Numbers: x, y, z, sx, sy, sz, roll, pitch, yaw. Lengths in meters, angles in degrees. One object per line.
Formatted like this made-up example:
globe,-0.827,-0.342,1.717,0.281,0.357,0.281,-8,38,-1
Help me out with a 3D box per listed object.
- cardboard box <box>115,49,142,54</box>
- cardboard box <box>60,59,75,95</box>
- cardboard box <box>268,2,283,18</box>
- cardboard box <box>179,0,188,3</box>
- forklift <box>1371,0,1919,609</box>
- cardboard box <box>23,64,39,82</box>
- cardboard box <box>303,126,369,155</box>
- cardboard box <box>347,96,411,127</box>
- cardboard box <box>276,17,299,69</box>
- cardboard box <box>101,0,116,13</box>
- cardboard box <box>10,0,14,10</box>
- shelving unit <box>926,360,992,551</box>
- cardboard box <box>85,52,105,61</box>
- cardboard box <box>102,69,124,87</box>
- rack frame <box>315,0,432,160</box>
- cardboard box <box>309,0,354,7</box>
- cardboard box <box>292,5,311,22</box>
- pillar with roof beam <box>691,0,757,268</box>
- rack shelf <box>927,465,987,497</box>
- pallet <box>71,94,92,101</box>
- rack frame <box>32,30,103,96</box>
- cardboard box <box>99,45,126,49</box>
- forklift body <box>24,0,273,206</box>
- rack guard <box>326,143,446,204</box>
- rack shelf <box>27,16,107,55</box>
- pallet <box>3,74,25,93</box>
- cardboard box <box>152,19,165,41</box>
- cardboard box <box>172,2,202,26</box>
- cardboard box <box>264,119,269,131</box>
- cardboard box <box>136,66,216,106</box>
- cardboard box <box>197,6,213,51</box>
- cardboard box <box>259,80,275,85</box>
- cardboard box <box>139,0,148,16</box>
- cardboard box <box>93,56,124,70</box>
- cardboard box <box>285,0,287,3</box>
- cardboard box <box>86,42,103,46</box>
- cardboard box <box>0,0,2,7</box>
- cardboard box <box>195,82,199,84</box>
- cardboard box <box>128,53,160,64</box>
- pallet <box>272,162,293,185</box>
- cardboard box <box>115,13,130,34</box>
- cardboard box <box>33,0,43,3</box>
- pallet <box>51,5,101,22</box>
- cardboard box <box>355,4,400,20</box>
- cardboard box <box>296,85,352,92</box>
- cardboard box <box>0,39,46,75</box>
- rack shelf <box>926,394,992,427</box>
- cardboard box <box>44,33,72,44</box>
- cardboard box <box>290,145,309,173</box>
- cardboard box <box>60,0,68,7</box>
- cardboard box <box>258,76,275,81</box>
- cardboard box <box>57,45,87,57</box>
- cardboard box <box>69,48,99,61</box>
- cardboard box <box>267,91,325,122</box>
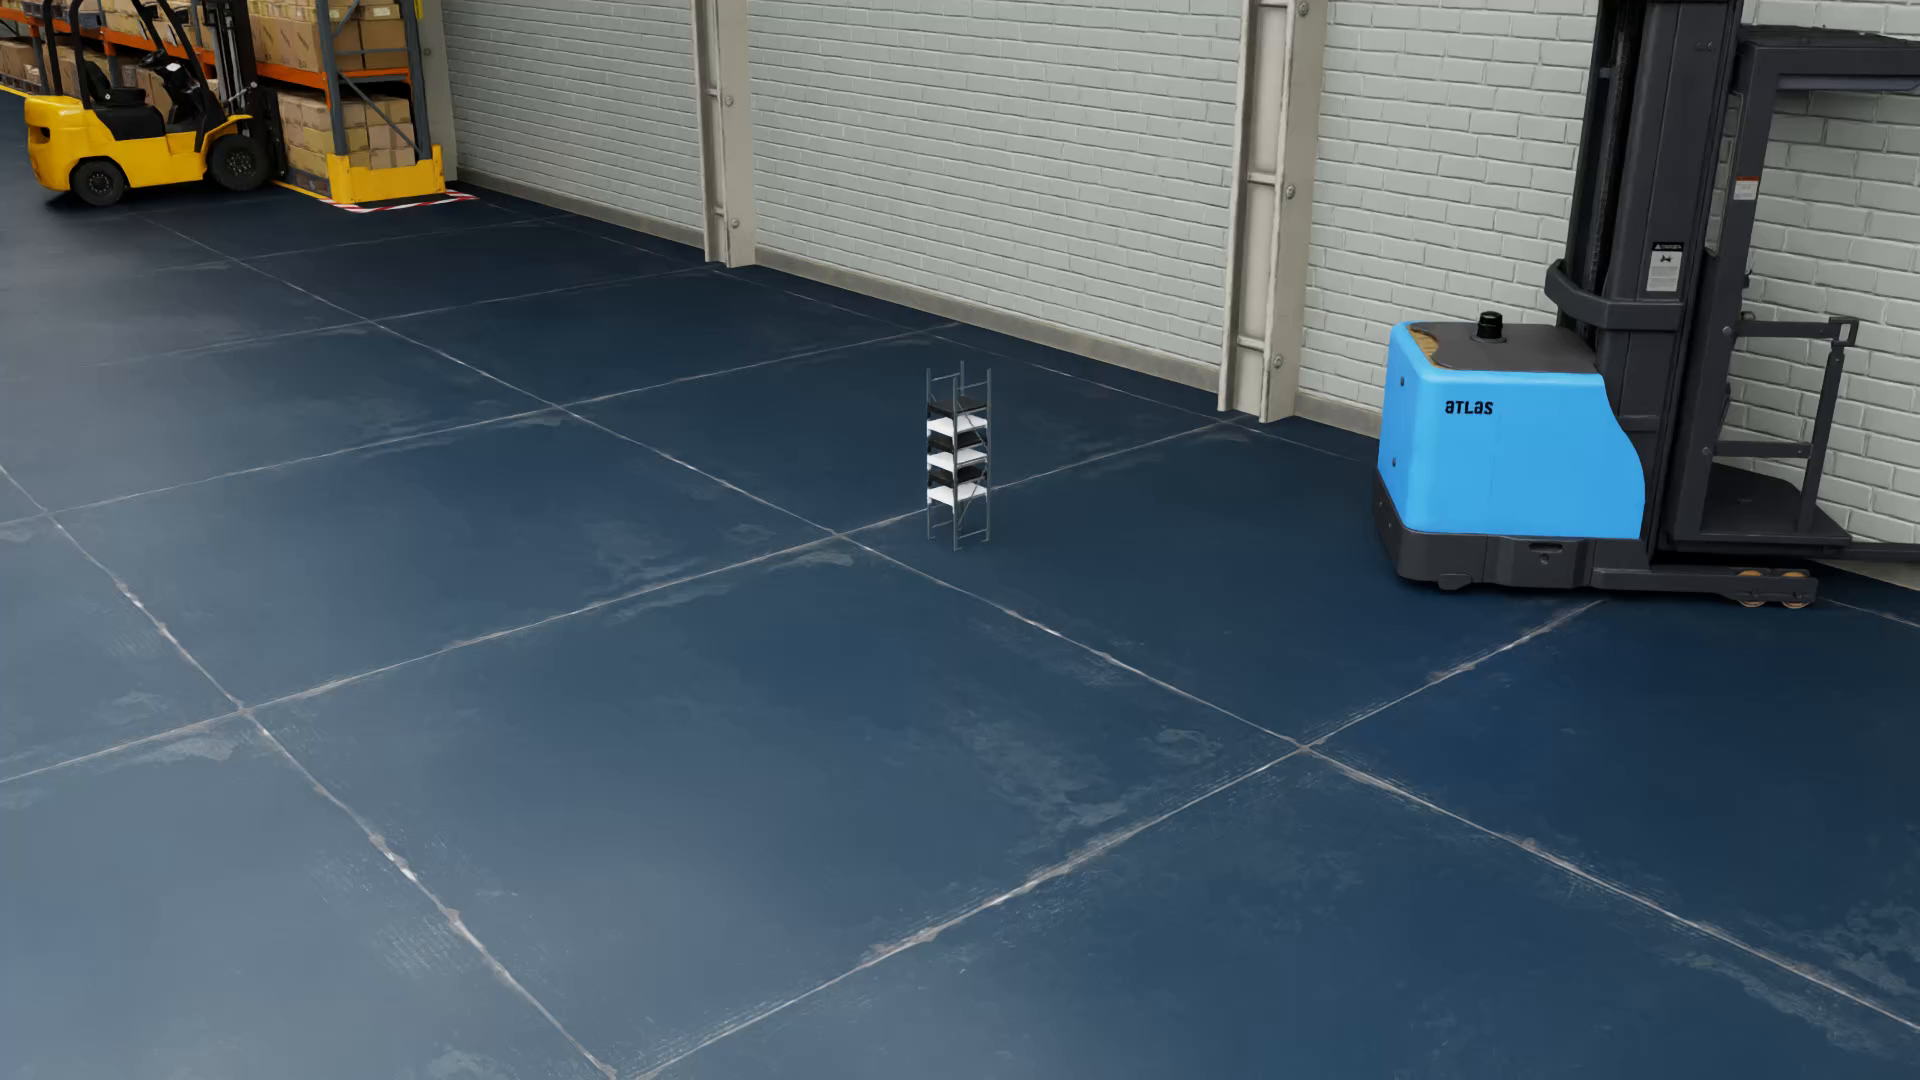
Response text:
cardboard box,-12.387,-7.227,24.785,0.380,0.149,0.250,-17,27,-37
cardboard box,-13.186,-6.996,25.086,0.500,0.500,0.500,-18,28,-39
cardboard box,-7.290,-5.782,18.106,0.380,0.149,0.250,-19,28,-39
cardboard box,-9.360,-6.683,20.406,0.380,0.149,0.250,-18,28,-38
forklift,3.617,-1.251,7.660,3.031,2.935,1.130,2,21,5
cardboard box,-14.828,-7.541,26.797,0.396,0.266,0.258,-16,27,-36
cardboard box,-6.730,-4.328,17.931,0.500,0.250,0.500,-18,28,-38
cardboard box,-6.346,-4.679,18.141,0.500,0.250,0.500,-18,28,-38
cardboard box,-7.028,-5.386,17.985,0.500,0.500,0.500,-16,27,-36
cardboard box,-11.312,-7.307,22.547,0.500,0.250,0.500,-17,27,-37
cardboard box,-14.933,-8.558,26.567,0.380,0.149,0.250,-17,27,-36
shelving unit,-0.005,-0.421,8.326,0.258,0.900,0.210,-17,27,-37
cardboard box,-12.553,-7.044,24.318,0.380,0.149,0.250,-18,28,-38
cardboard box,-11.837,-6.428,23.634,0.500,0.500,0.500,-16,27,-36
rack frame,-6.176,-5.120,17.444,1.000,3.000,0.127,-17,27,-37
cardboard box,-6.569,-5.656,17.378,0.380,0.149,0.250,-17,27,-37
cardboard box,-6.804,-5.562,17.544,0.380,0.149,0.250,-17,27,-37
pillar with roof beam,-5.292,-5.638,10.540,9.100,9.000,0.400,-17,27,-37
rack shelf,-0.005,-0.306,8.371,0.258,0.077,0.200,-17,27,-37
pallet,-12.649,-6.584,25.006,1.003,0.211,1.213,-17,27,-37
rack frame,-14.009,-8.436,25.909,1.000,3.000,0.127,-17,27,-37
cardboard box,-12.883,-7.446,25.345,0.380,0.149,0.250,-17,27,-36
forklift body,-8.796,-4.815,17.828,2.313,2.155,1.214,-17,27,-37
rack guard,-6.160,-3.950,17.883,1.175,0.500,0.348,-17,27,-37
rack shelf,-12.703,-7.548,24.629,1.077,0.370,4.000,-17,27,-37
pallet,-15.257,-7.664,27.763,1.003,0.211,1.213,-17,27,-37
cardboard box,-9.947,-6.515,21.210,0.500,0.250,0.500,-17,27,-37
cardboard box,-9.301,-6.463,20.393,0.500,0.250,0.500,-18,28,-39
cardboard box,-7.726,-4.746,18.998,0.500,0.250,0.500,-18,27,-38
cardboard box,-10.569,-6.066,22.539,0.875,0.625,0.625,-16,27,-36
cardboard box,-8.695,-6.087,19.776,0.500,0.500,0.500,-18,28,-39
cardboard box,-8.383,-5.254,19.609,0.500,0.250,0.500,-17,27,-37
cardboard box,-10.287,-6.890,21.483,0.500,0.250,0.500,-17,27,-37
cardboard box,-12.114,-6.808,23.716,0.380,0.149,0.250,-19,28,-40
cardboard box,-7.051,-5.869,17.922,0.380,0.149,0.250,-17,27,-37
cardboard box,-13.374,-7.665,25.903,0.380,0.149,0.250,-17,27,-37
cardboard box,-15.623,-8.832,27.265,0.380,0.149,0.250,-17,27,-36
cardboard box,-9.136,-5.457,20.983,0.875,0.625,0.625,-16,26,-35
cardboard box,-11.878,-7.012,24.236,0.380,0.149,0.250,-17,27,-37
pallet,-7.499,-4.360,19.327,1.003,0.211,1.213,-17,27,-37
cardboard box,-10.969,-6.940,22.295,0.500,0.250,0.500,-18,28,-39
cardboard box,-13.525,-8.348,24.972,0.700,0.500,0.500,-17,27,-37
pallet,-12.671,-7.777,24.491,1.003,0.211,1.213,-17,27,-37
cardboard box,-6.201,-5.624,17.704,0.380,0.149,0.250,-18,28,-39
cardboard box,-7.323,-5.100,19.216,0.500,0.250,0.500,-18,28,-38
cardboard box,-15.764,-8.136,27.994,0.700,0.500,0.500,-16,27,-35
rack shelf,-0.005,-0.642,8.239,0.258,0.077,0.200,-17,27,-37
cardboard box,-13.930,-7.760,25.738,0.380,0.149,0.250,-18,28,-38
cardboard box,-7.039,-4.230,18.365,0.500,0.250,0.500,-17,27,-37
cardboard box,-12.603,-7.981,24.031,0.797,0.503,0.637,-18,28,-39
cardboard box,-8.319,-5.516,20.279,0.500,0.250,0.500,-17,27,-36
cardboard box,-13.561,-7.481,25.433,0.380,0.149,0.250,-19,28,-40
cardboard box,-13.076,-7.261,24.872,0.380,0.149,0.250,-16,27,-36
cardboard box,-7.387,-4.831,18.528,0.500,0.250,0.500,-17,27,-37
